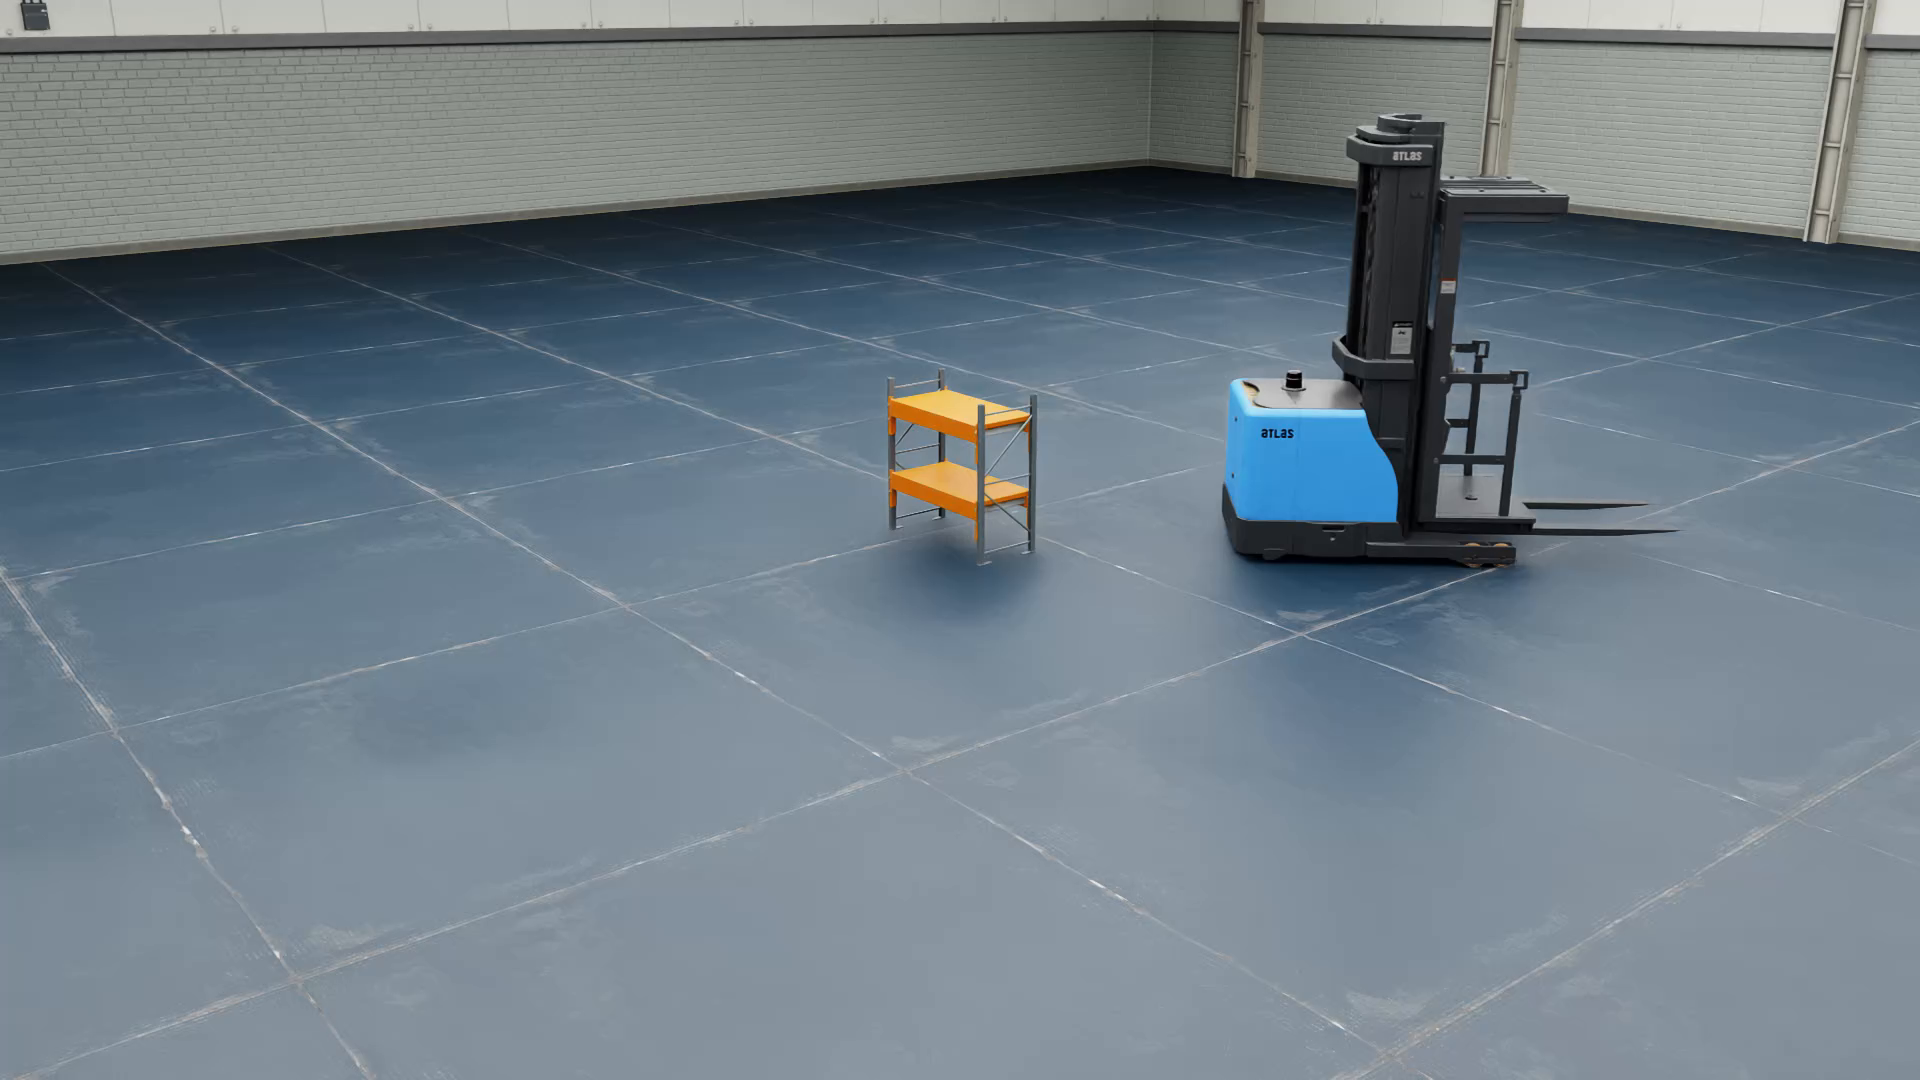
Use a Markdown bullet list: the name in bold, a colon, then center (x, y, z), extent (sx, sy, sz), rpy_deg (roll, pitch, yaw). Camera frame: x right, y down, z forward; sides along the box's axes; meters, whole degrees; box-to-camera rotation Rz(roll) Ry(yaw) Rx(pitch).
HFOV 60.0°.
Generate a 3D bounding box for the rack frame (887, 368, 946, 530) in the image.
- **rack frame**: center (-0.311, -0.658, 12.059), extent (0.500, 1.125, 0.032), rpy_deg (-14, 23, -36)

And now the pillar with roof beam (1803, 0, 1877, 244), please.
- **pillar with roof beam**: center (10.018, -8.078, 21.942), extent (9.100, 9.000, 0.400), rpy_deg (-14, 23, -36)

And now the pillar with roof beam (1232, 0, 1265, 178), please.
- **pillar with roof beam**: center (2.568, -11.035, 30.871), extent (9.100, 9.000, 0.400), rpy_deg (-14, 23, -36)

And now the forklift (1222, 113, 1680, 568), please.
- **forklift**: center (3.421, -1.372, 11.345), extent (3.031, 2.935, 1.130), rpy_deg (1, 18, 2)

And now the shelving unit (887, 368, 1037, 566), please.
- **shelving unit**: center (0.004, -0.532, 11.681), extent (0.538, 1.125, 1.048), rpy_deg (-14, 23, -36)

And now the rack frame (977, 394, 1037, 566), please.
- **rack frame**: center (0.320, -0.407, 11.302), extent (0.500, 1.125, 0.032), rpy_deg (-14, 23, -36)

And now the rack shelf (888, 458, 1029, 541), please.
- **rack shelf**: center (0.004, -0.300, 11.758), extent (0.538, 0.278, 1.000), rpy_deg (-14, 23, -36)

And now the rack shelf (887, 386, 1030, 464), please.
- **rack shelf**: center (0.004, -0.810, 11.589), extent (0.538, 0.278, 1.000), rpy_deg (-14, 23, -36)

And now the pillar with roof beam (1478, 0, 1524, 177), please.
- **pillar with roof beam**: center (6.293, -9.556, 26.406), extent (9.100, 9.000, 0.400), rpy_deg (-14, 23, -36)

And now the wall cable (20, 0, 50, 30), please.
- **wall cable**: center (-12.091, -10.174, 22.863), extent (2.305, 6.003, 0.169), rpy_deg (-14, 23, -36)
